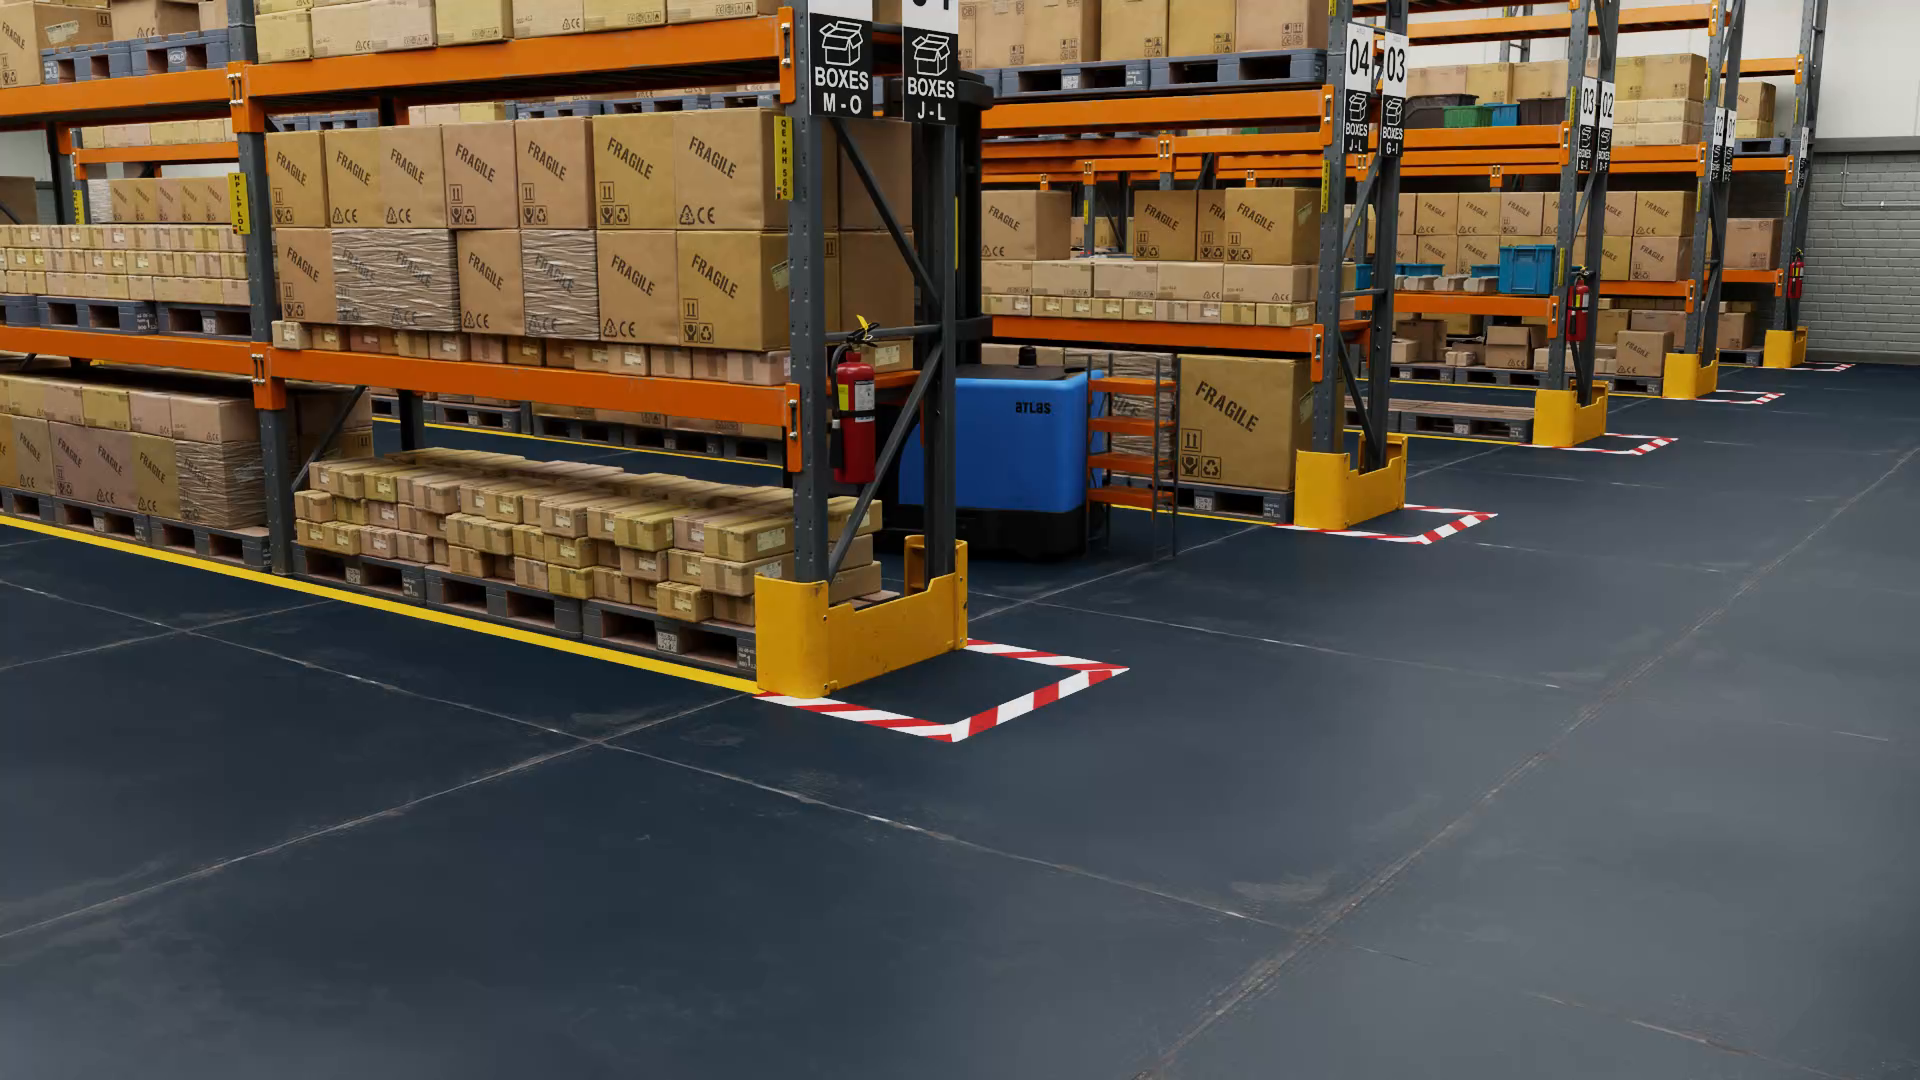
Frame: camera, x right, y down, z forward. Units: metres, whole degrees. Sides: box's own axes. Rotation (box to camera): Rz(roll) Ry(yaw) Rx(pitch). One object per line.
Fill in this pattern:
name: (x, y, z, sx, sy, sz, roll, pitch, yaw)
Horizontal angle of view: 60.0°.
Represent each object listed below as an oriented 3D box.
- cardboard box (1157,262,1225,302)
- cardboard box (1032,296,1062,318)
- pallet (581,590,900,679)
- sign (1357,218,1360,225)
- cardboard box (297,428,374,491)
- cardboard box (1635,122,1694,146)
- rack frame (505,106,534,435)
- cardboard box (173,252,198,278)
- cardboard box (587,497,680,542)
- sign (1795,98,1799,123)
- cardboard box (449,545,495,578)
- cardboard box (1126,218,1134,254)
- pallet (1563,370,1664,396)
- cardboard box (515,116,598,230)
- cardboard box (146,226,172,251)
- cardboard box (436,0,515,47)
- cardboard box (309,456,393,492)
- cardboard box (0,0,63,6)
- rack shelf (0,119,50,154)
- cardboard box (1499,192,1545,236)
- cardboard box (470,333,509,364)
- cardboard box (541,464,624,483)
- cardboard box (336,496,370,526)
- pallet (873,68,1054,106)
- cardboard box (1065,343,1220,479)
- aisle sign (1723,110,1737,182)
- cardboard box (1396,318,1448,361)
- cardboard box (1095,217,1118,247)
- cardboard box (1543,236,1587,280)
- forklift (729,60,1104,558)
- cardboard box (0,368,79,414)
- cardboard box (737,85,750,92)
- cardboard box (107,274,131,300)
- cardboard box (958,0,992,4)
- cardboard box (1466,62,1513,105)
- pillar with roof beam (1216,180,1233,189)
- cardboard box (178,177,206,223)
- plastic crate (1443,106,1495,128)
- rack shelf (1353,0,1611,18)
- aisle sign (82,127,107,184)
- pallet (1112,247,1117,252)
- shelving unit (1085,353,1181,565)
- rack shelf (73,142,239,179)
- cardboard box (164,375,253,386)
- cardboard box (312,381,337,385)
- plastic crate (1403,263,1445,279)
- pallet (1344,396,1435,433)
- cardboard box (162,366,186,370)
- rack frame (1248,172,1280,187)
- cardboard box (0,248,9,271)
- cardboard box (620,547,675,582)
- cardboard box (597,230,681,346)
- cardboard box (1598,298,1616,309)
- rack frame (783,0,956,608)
cardboard box: (1.699, -1.785, 11.470, 0.500, 0.250, 0.500, 8, 13, 35)
cardboard box: (0.730, -1.709, 12.126, 0.250, 0.149, 0.380, 7, 13, 34)
pallet: (-1.057, 0.370, 8.060, 1.213, 0.211, 1.003, 8, 13, 36)
sign: (4.972, -4.090, 20.727, 0.005, 0.325, 0.100, 8, 13, 36)
cardboard box: (-4.025, -0.446, 10.412, 0.500, 0.500, 0.500, 9, 14, 38)
cardboard box: (7.951, -4.574, 18.773, 0.500, 0.250, 0.500, 8, 13, 36)
rack frame: (-3.793, -2.541, 15.766, 0.127, 3.000, 1.000, 8, 13, 36)
cardboard box: (-4.435, -1.644, 9.904, 0.250, 0.149, 0.380, 9, 14, 38)
cardboard box: (-1.563, -0.098, 7.974, 0.250, 0.149, 0.380, 7, 13, 33)
sign: (11.118, -5.703, 22.093, 0.005, 0.325, 0.100, 8, 13, 36)
cardboard box: (-2.413, 0.080, 8.618, 0.250, 0.149, 0.380, 8, 13, 34)
cardboard box: (2.648, -4.259, 23.277, 0.500, 0.500, 0.700, 3, 11, 17)
pallet: (7.817, -1.886, 19.725, 1.213, 0.211, 1.003, 8, 13, 36)
cardboard box: (-1.711, -1.707, 7.776, 0.500, 0.500, 0.500, 9, 14, 38)
cardboard box: (-4.661, -1.822, 10.041, 0.250, 0.149, 0.380, 8, 13, 35)
cardboard box: (-2.133, -2.474, 7.918, 0.500, 0.250, 0.500, 9, 14, 38)
cardboard box: (-3.431, -0.371, 9.385, 0.250, 0.149, 0.380, 9, 14, 38)
cardboard box: (-6.003, -3.522, 10.663, 0.258, 0.266, 0.396, 8, 13, 36)
rack shelf: (-8.422, -3.137, 12.845, 4.000, 0.370, 1.077, 8, 13, 36)
cardboard box: (6.758, -3.877, 19.779, 0.500, 0.500, 0.500, 8, 14, 37)
cardboard box: (-2.218, -0.974, 8.330, 0.250, 0.149, 0.380, 9, 14, 38)
cardboard box: (-2.051, -0.306, 9.049, 0.250, 0.149, 0.380, 7, 13, 34)
cardboard box: (-3.227, -0.191, 9.238, 0.250, 0.149, 0.380, 8, 14, 36)
pallet: (0.084, -3.427, 12.681, 1.213, 0.211, 1.003, 8, 13, 36)
cardboard box: (1.358, -0.966, 12.116, 0.875, 0.875, 0.875, 8, 13, 36)
aisle sign: (8.750, -4.471, 18.900, 0.004, 0.787, 0.394, 8, 13, 36)
cardboard box: (5.925, -2.575, 21.367, 0.500, 0.500, 0.500, 8, 13, 36)
cardboard box: (2.615, -5.404, 29.145, 0.500, 0.500, 0.700, 10, 15, 41)
cardboard box: (7.180, -3.330, 19.582, 0.500, 0.500, 0.500, 8, 14, 36)
forklift: (-0.658, -1.469, 10.405, 3.031, 2.935, 1.130, 3, 11, 16)
cardboard box: (-6.398, -1.025, 11.434, 0.500, 0.250, 0.500, 7, 13, 33)
cardboard box: (-1.680, -3.837, 14.124, 0.250, 0.149, 0.380, 7, 13, 33)
cardboard box: (-5.076, -1.586, 10.388, 0.250, 0.149, 0.380, 9, 14, 38)
cardboard box: (0.185, -4.130, 12.475, 0.500, 0.250, 0.500, 7, 13, 32)
cardboard box: (6.438, -5.438, 19.948, 0.500, 0.500, 0.700, 8, 13, 36)
pillar with roof beam: (1.919, -7.381, 24.989, 0.400, 9.000, 9.100, 8, 13, 36)
cardboard box: (-8.349, -3.797, 18.582, 0.500, 0.500, 0.500, 8, 13, 36)
plastic crate: (4.623, -3.835, 15.119, 0.336, 0.188, 0.450, 8, 13, 36)
rack shelf: (3.975, -5.020, 15.735, 4.000, 0.370, 1.077, 8, 13, 36)
aisle sign: (-10.469, -4.678, 19.967, 0.004, 0.787, 0.394, 8, 13, 36)
pallet: (3.383, -4.938, 28.661, 1.213, 0.211, 1.003, 8, 13, 36)
shelving unit: (1.027, -0.492, 9.916, 0.503, 1.200, 0.258, 9, 14, 40)
rack shelf: (-8.629, -4.335, 19.036, 4.000, 0.370, 1.077, 8, 13, 36)
cardboard box: (-4.865, -0.931, 10.947, 0.500, 0.250, 0.500, 9, 14, 38)
cardboard box: (-6.535, -1.907, 17.912, 0.500, 0.500, 0.700, 7, 13, 31)
plastic crate: (4.521, -2.573, 16.216, 0.300, 0.233, 0.416, 8, 13, 36)
pallet: (3.966, -1.267, 16.521, 1.213, 0.211, 1.003, 8, 13, 36)
cardboard box: (-9.246, -2.284, 19.916, 0.500, 0.500, 0.500, -9, 14, -38)
rack frame: (5.003, -4.816, 27.525, 0.127, 3.000, 1.000, 8, 13, 36)
cardboard box: (-6.320, -1.906, 11.260, 0.250, 0.149, 0.380, 9, 14, 38)
cardboard box: (-1.377, 0.080, 7.835, 0.250, 0.149, 0.380, 7, 13, 33)
cardboard box: (-1.289, -1.158, 7.574, 0.500, 0.500, 0.500, 8, 13, 35)
cardboard box: (9.358, -3.439, 24.174, 0.250, 0.149, 0.380, 7, 13, 34)
rack frame: (-0.362, -0.893, 7.251, 0.127, 3.000, 1.000, 8, 13, 36)
